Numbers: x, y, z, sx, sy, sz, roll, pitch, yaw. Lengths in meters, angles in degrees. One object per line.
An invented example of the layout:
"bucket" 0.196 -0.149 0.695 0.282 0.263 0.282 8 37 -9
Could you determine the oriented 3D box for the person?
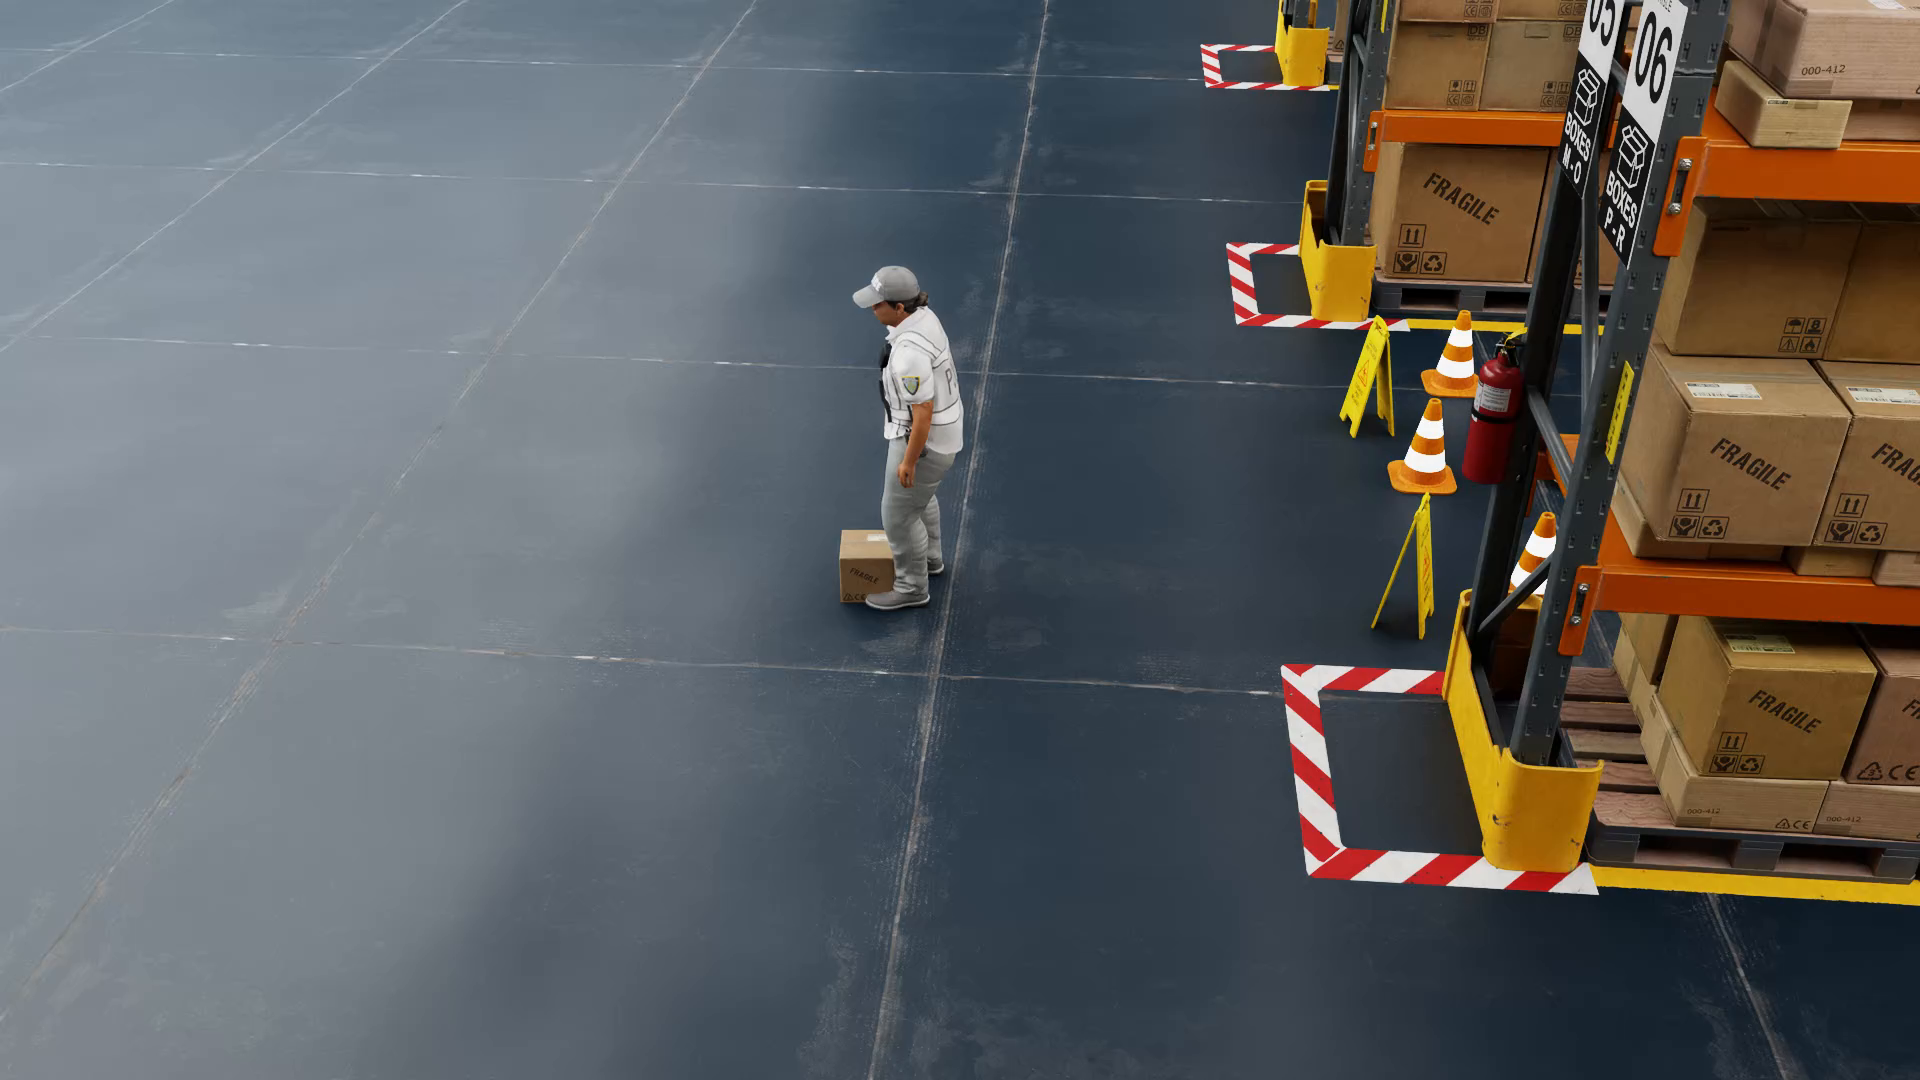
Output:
"person" -0.220 -0.464 7.473 0.470 1.665 0.563 1 32 1
